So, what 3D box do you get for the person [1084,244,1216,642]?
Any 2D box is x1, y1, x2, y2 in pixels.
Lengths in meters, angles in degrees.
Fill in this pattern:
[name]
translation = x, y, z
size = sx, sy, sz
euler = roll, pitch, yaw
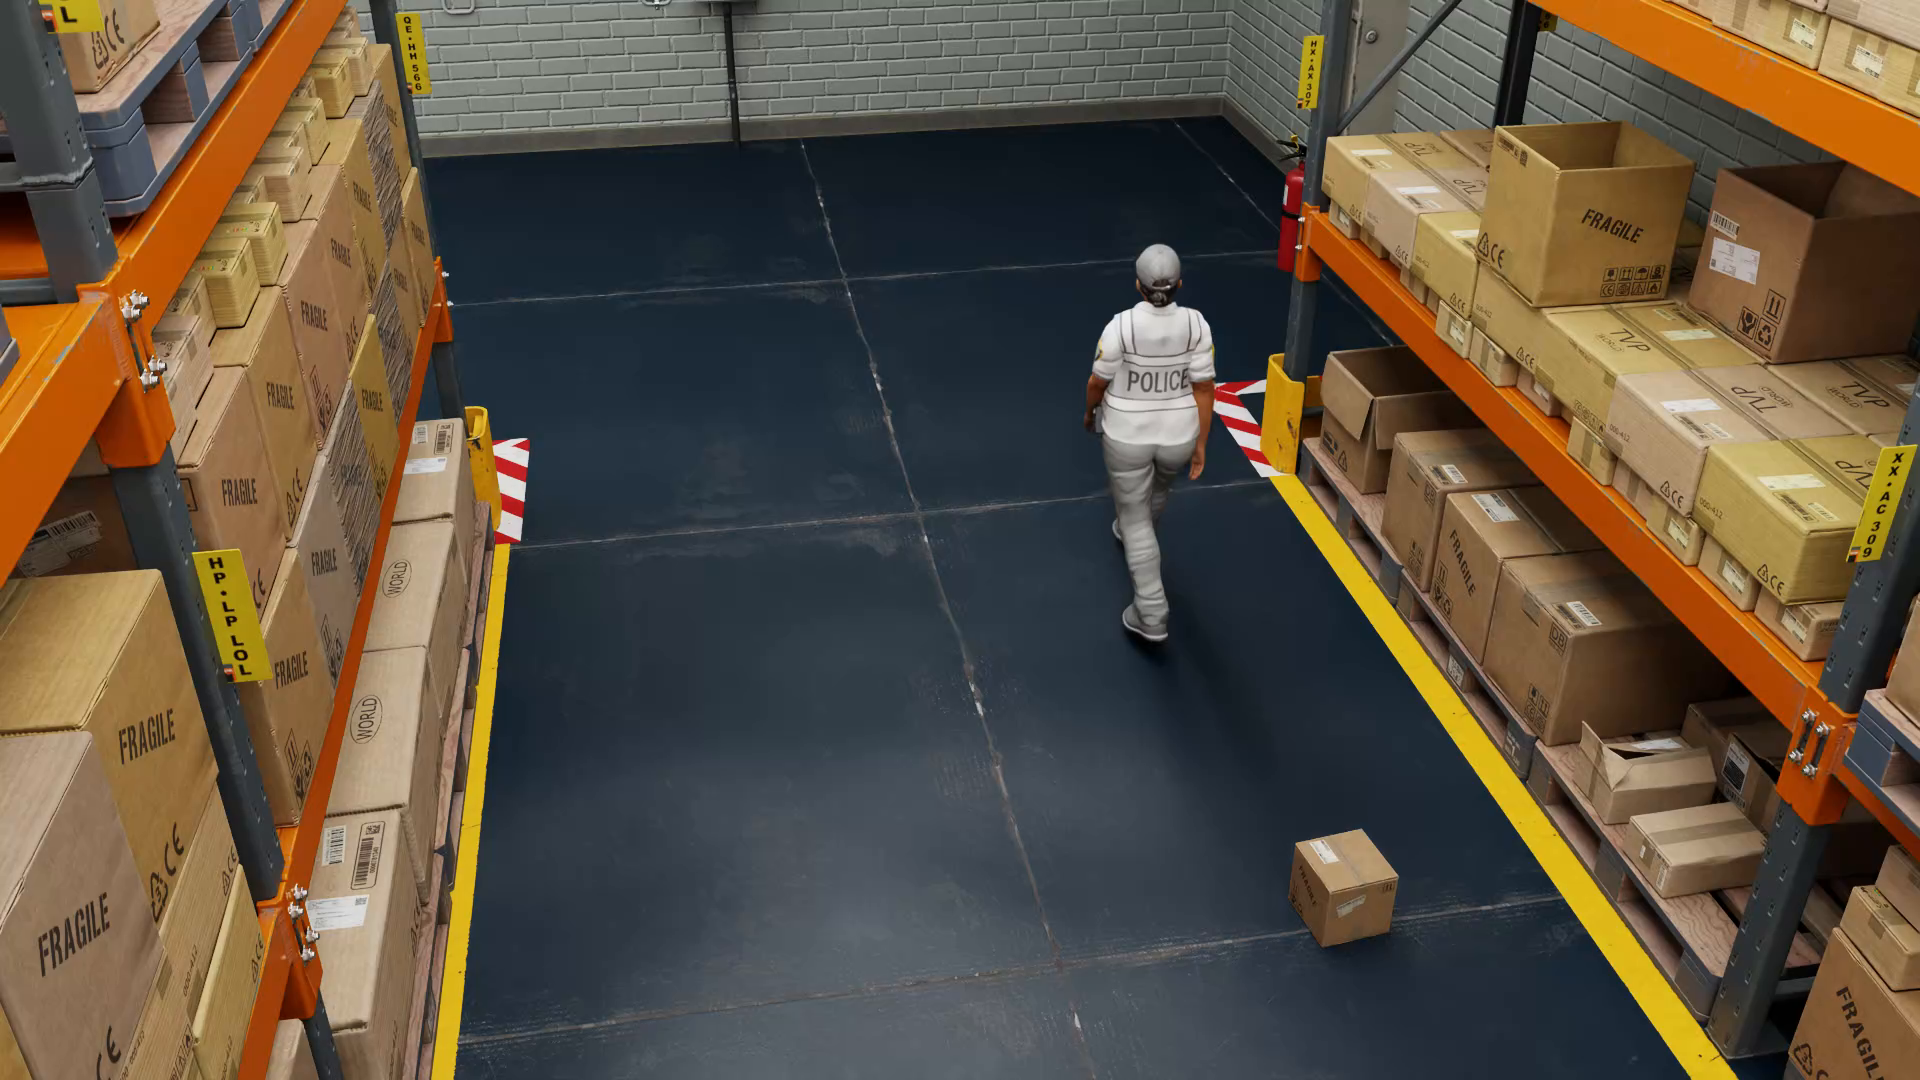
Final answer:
[person]
translation = 0.756, -0.481, 6.916
size = 0.490, 1.600, 1.017
euler = -7, 32, -12
